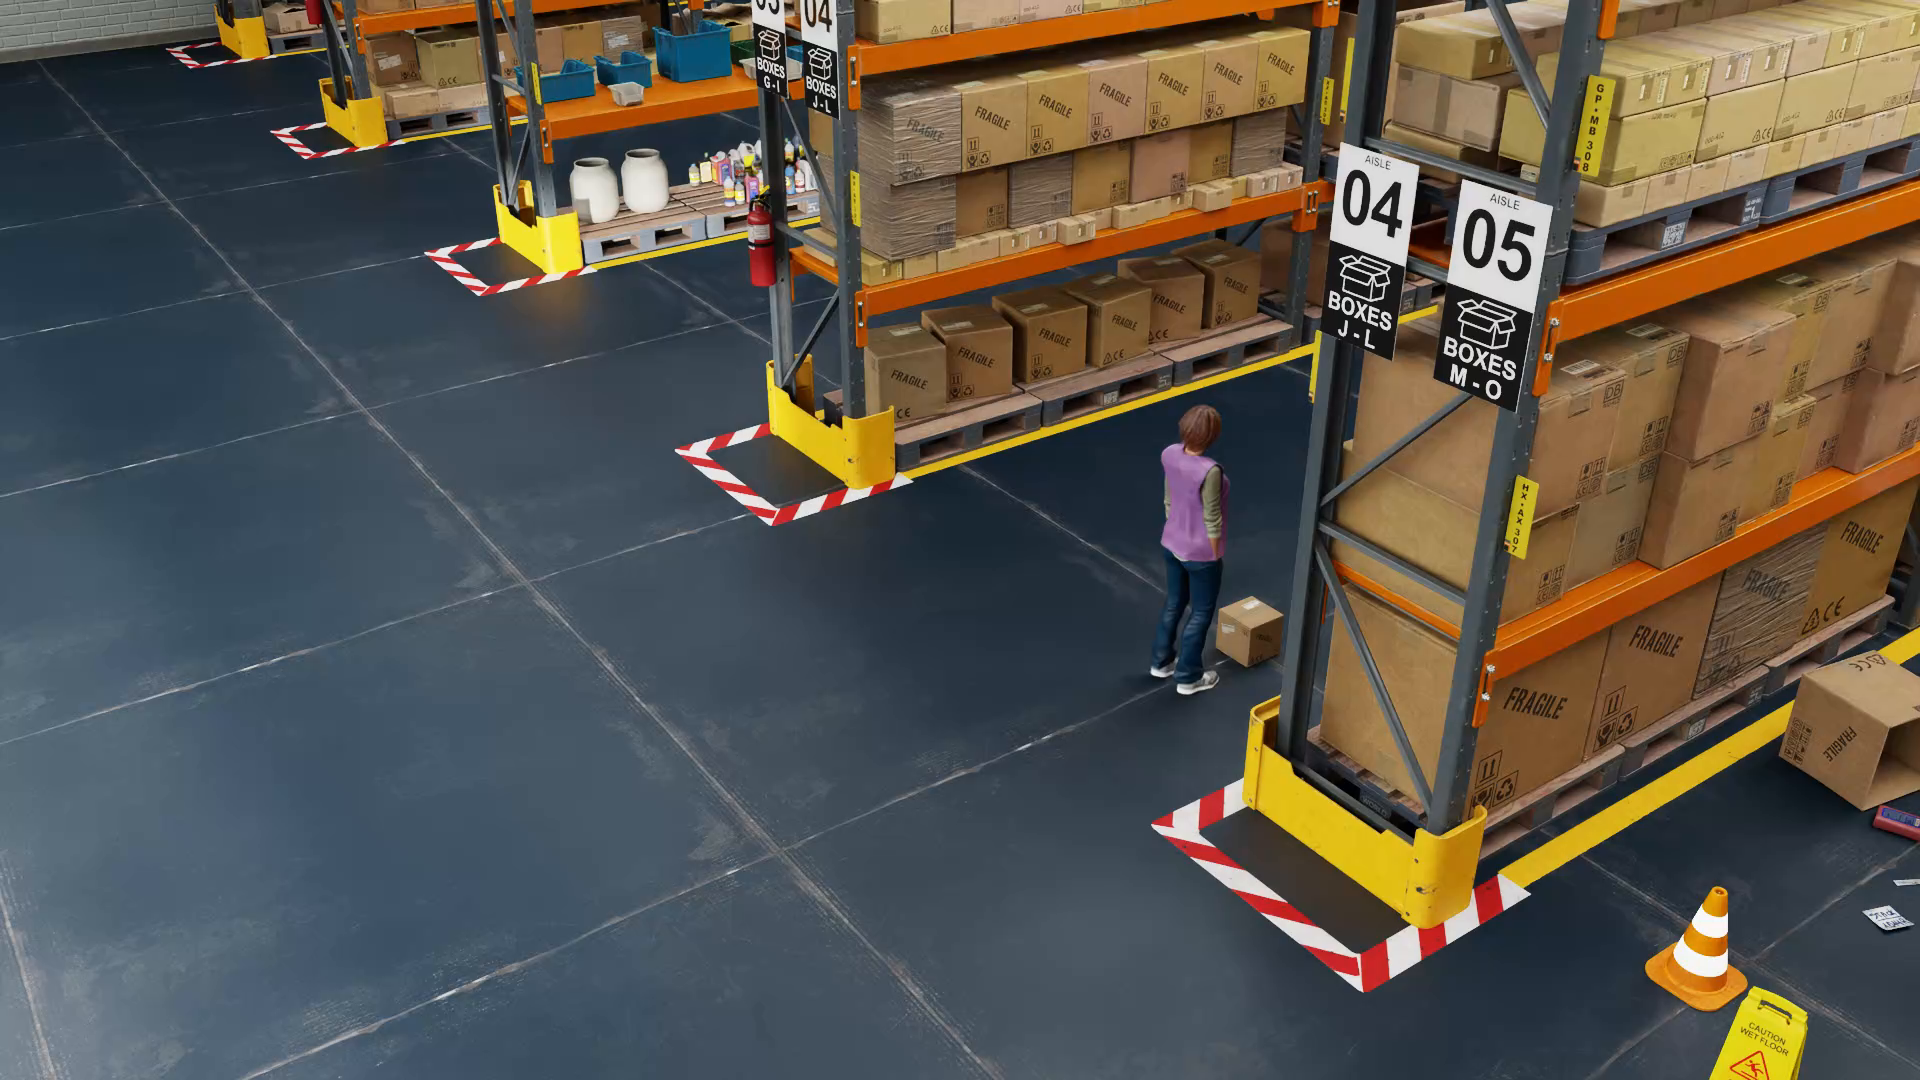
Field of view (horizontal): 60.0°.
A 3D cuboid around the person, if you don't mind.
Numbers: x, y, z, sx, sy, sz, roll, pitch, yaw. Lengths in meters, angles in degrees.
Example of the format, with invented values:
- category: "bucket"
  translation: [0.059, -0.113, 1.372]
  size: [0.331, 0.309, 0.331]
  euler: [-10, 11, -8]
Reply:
- category: "person"
  translation: [1.188, 0.053, 8.571]
  size: [0.303, 1.593, 0.407]
  euler: [-18, 34, -29]
